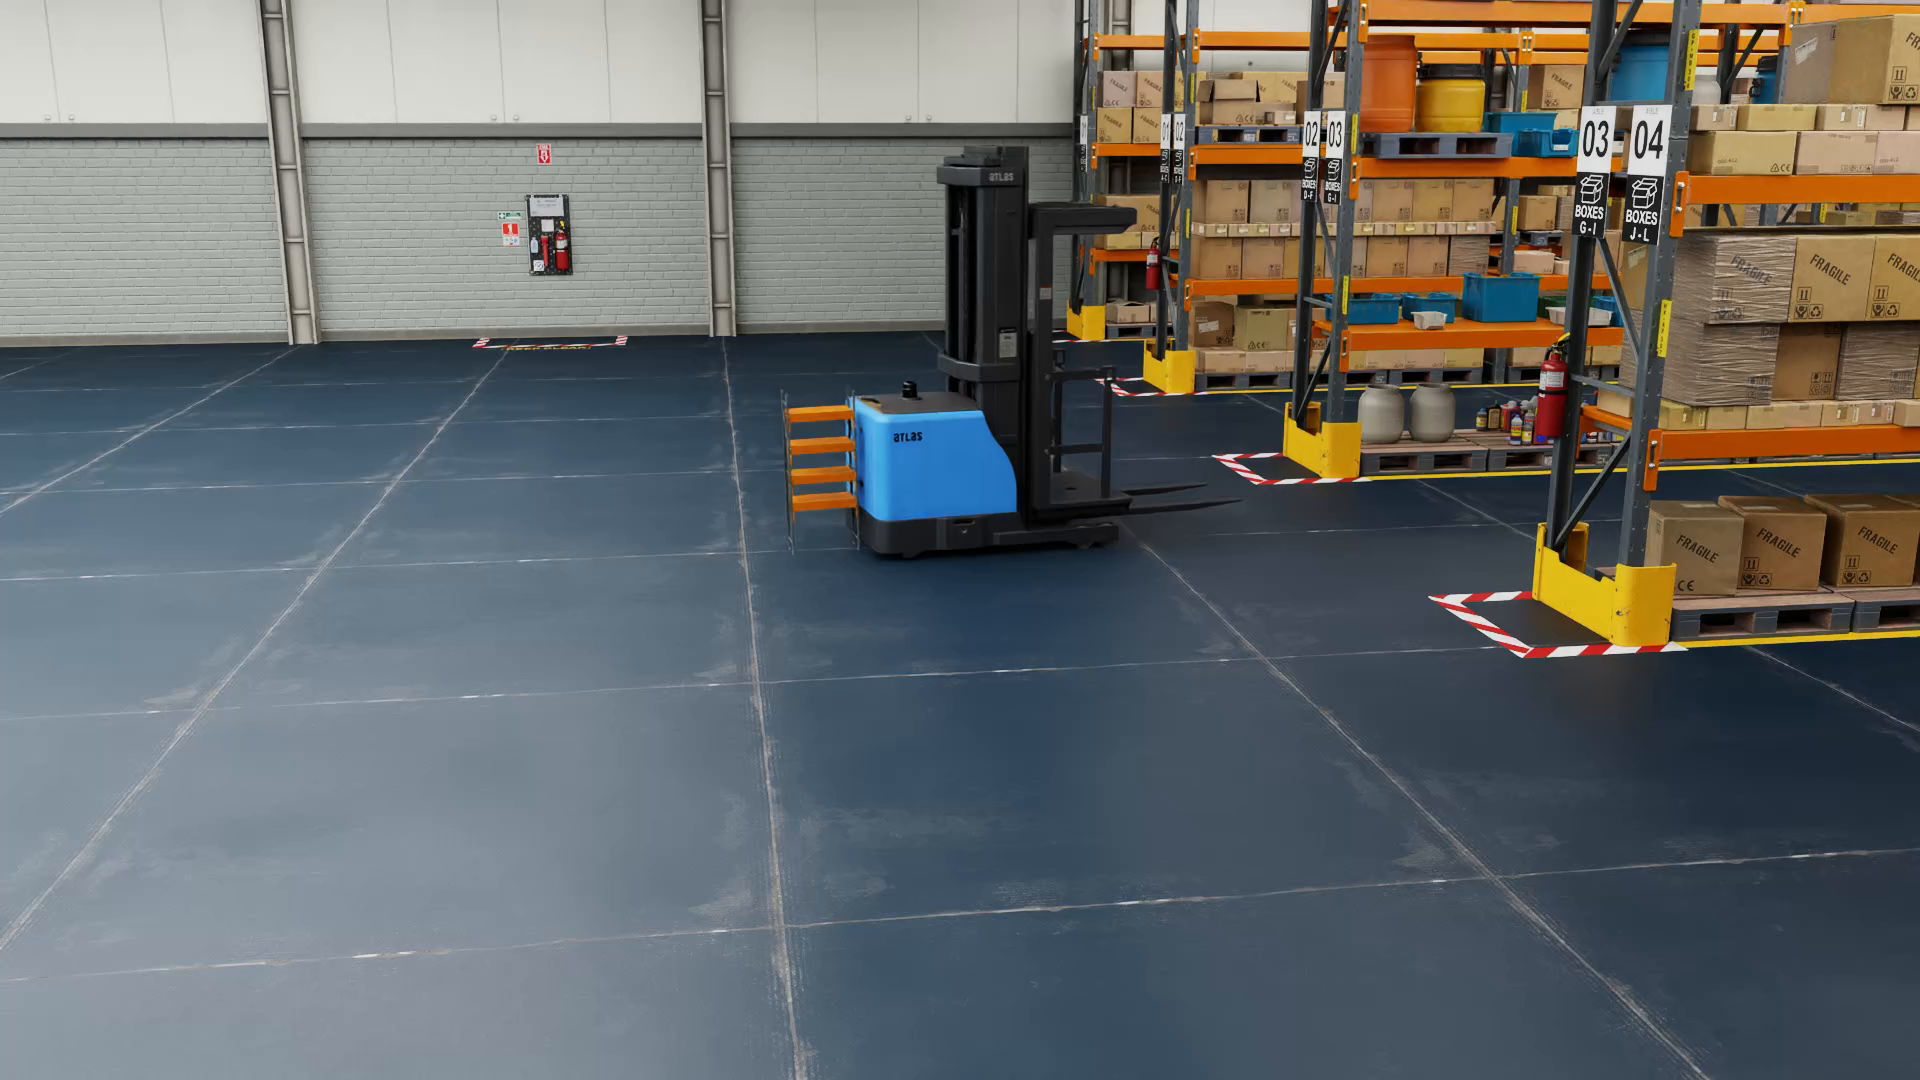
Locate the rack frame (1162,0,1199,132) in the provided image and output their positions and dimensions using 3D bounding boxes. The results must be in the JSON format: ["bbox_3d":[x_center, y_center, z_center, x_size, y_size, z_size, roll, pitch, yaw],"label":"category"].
[{"bbox_3d":[2.549,-6.237,19.093,0.127,3.000,1.000,-2,14,-8],"label":"rack frame"}]

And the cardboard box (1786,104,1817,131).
[{"bbox_3d":[4.830,-2.499,9.843,0.250,0.149,0.380,-2,14,-9],"label":"cardboard box"}]

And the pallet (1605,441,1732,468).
[{"bbox_3d":[6.569,-0.914,15.932,1.213,0.211,1.003,-2,14,-8],"label":"pallet"}]

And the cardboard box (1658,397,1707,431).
[{"bbox_3d":[4.339,-0.775,10.164,0.250,0.149,0.380,-2,14,-8],"label":"cardboard box"}]

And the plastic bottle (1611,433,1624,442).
[{"bbox_3d":[6.136,-1.098,15.474,0.185,0.351,0.144,-2,14,-9],"label":"plastic bottle"}]

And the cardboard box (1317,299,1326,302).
[{"bbox_3d":[4.516,-2.710,20.608,0.500,0.500,0.500,-2,14,-8],"label":"cardboard box"}]

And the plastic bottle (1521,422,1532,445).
[{"bbox_3d":[5.225,-0.986,15.336,0.097,0.201,0.097,0,14,0],"label":"plastic bottle"}]

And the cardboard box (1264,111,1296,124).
[{"bbox_3d":[3.739,-4.932,19.421,0.250,0.149,0.380,-2,14,-8],"label":"cardboard box"}]

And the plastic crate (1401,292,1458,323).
[{"bbox_3d":[4.377,-2.176,15.537,0.408,0.251,0.499,-2,14,-8],"label":"plastic crate"}]

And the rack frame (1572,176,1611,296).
[{"bbox_3d":[9.718,-4.809,25.730,0.127,3.000,1.000,-2,14,-8],"label":"rack frame"}]

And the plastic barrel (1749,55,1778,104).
[{"bbox_3d":[7.709,-4.049,15.505,0.708,0.901,0.600,-2,14,-8],"label":"plastic barrel"}]

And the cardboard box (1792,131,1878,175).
[{"bbox_3d":[5.045,-2.302,9.876,0.500,0.250,0.500,-2,14,-10],"label":"cardboard box"}]

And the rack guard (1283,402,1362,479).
[{"bbox_3d":[3.352,-0.937,15.432,0.348,0.500,1.175,-2,14,-8],"label":"rack guard"}]

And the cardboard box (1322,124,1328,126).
[{"bbox_3d":[5.298,-6.099,24.462,0.500,0.500,0.500,-2,14,-7],"label":"cardboard box"}]

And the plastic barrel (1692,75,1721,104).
[{"bbox_3d":[6.784,-4.025,15.346,0.421,0.512,0.421,0,14,0],"label":"plastic barrel"}]

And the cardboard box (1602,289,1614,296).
[{"bbox_3d":[10.465,-3.965,25.921,0.750,0.750,0.750,-2,14,-9],"label":"cardboard box"}]

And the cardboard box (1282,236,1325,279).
[{"bbox_3d":[4.023,-3.426,20.013,0.500,0.500,0.700,-2,14,-8],"label":"cardboard box"}]

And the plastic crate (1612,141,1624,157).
[{"bbox_3d":[5.712,-3.452,14.697,0.396,0.136,0.243,-2,14,-8],"label":"plastic crate"}]

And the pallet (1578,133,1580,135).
[{"bbox_3d":[7.375,-4.870,20.199,1.217,0.209,0.805,-3,14,-11],"label":"pallet"}]

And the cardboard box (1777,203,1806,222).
[{"bbox_3d":[12.752,-5.058,25.865,0.500,0.500,0.500,-2,14,-8],"label":"cardboard box"}]

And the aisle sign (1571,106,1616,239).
[{"bbox_3d":[3.915,-2.275,10.283,0.004,0.787,0.394,-2,14,-8],"label":"aisle sign"}]

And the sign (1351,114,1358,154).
[{"bbox_3d":[3.361,-3.462,14.177,0.005,0.325,0.100,-2,14,-8],"label":"sign"}]

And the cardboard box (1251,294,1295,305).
[{"bbox_3d":[4.743,-3.617,25.214,0.500,0.500,0.500,-3,14,-13],"label":"cardboard box"}]

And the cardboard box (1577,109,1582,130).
[{"bbox_3d":[7.658,-5.099,20.165,0.500,0.250,0.500,-4,15,-14],"label":"cardboard box"}]

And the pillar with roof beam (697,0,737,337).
[{"bbox_3d":[-2.921,-6.409,19.779,0.400,9.000,9.100,-2,14,-8],"label":"pillar with roof beam"}]

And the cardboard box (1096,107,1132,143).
[{"bbox_3d":[2.175,-5.984,24.003,0.500,0.500,0.500,-2,14,-7],"label":"cardboard box"}]

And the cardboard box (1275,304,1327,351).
[{"bbox_3d":[4.099,-2.567,20.038,0.500,0.500,0.500,-2,14,-8],"label":"cardboard box"}]

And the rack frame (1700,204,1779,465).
[{"bbox_3d":[7.239,-2.281,15.649,0.127,3.000,1.000,-2,14,-8],"label":"rack frame"}]

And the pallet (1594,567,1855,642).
[{"bbox_3d":[4.905,0.385,10.755,1.213,0.211,1.003,-2,14,-8],"label":"pallet"}]

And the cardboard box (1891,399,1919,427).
[{"bbox_3d":[5.836,-0.806,10.288,0.250,0.149,0.380,-2,14,-8],"label":"cardboard box"}]

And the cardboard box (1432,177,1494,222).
[{"bbox_3d":[6.067,-4.132,20.161,0.500,0.500,0.700,-2,14,-8],"label":"cardboard box"}]

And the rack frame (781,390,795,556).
[{"bbox_3d":[-1.263,-0.493,12.221,0.015,1.200,0.240,-5,15,-13],"label":"rack frame"}]

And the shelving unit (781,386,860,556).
[{"bbox_3d":[-1.027,-0.512,12.278,0.503,1.200,0.258,-5,15,-13],"label":"shelving unit"}]

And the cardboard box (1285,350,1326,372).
[{"bbox_3d":[4.101,-2.200,20.118,0.500,0.250,0.500,-2,14,-8],"label":"cardboard box"}]

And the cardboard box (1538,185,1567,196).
[{"bbox_3d":[9.066,-5.350,25.446,0.250,0.149,0.380,-5,15,-18],"label":"cardboard box"}]

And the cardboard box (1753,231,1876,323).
[{"bbox_3d":[5.101,-1.593,10.035,0.500,0.500,0.500,-2,14,-8],"label":"cardboard box"}]

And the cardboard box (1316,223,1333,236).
[{"bbox_3d":[4.243,-3.700,19.770,0.250,0.149,0.380,-2,14,-9],"label":"cardboard box"}]

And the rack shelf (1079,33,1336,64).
[{"bbox_3d":[3.785,-7.151,24.221,4.000,0.370,1.077,-2,14,-8],"label":"rack shelf"}]

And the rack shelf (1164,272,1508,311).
[{"bbox_3d":[4.527,-3.051,20.199,4.000,0.370,1.077,-2,14,-8],"label":"rack shelf"}]

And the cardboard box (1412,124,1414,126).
[{"bbox_3d":[6.924,-6.302,24.838,0.500,0.311,0.500,-2,14,-7],"label":"cardboard box"}]

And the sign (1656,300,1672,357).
[{"bbox_3d":[4.102,-1.234,9.695,0.005,0.325,0.100,-2,14,-8],"label":"sign"}]

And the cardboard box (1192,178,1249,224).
[{"bbox_3d":[3.065,-4.021,19.716,0.500,0.500,0.700,-2,14,-8],"label":"cardboard box"}]

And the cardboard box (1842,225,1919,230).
[{"bbox_3d":[6.012,-1.755,10.679,0.500,0.500,0.500,-2,14,-8],"label":"cardboard box"}]

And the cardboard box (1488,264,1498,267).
[{"bbox_3d":[8.441,-4.129,25.713,0.500,0.250,0.500,-2,14,-7],"label":"cardboard box"}]

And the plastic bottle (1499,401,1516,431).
[{"bbox_3d":[5.288,-1.203,16.045,0.135,0.276,0.152,-2,14,-8],"label":"plastic bottle"}]

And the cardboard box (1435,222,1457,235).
[{"bbox_3d":[5.764,-3.755,19.991,0.250,0.149,0.380,-3,14,-10],"label":"cardboard box"}]

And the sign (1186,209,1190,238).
[{"bbox_3d":[2.626,-3.652,19.175,0.005,0.325,0.100,-2,14,-8],"label":"sign"}]

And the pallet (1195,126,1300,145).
[{"bbox_3d":[3.252,-4.759,19.546,1.213,0.211,1.003,-2,14,-8],"label":"pallet"}]

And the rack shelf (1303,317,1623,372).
[{"bbox_3d":[5.261,-1.859,15.448,4.000,0.370,1.077,-2,14,-8],"label":"rack shelf"}]

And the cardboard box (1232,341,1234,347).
[{"bbox_3d":[3.528,-2.309,20.551,0.500,0.250,0.500,-2,14,-8],"label":"cardboard box"}]

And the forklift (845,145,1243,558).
[{"bbox_3d":[0.686,-1.482,12.605,3.031,2.935,1.130,-5,15,-18],"label":"forklift"}]

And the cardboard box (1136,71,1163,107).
[{"bbox_3d":[2.728,-6.478,23.919,0.500,0.500,0.500,-2,14,-9],"label":"cardboard box"}]
